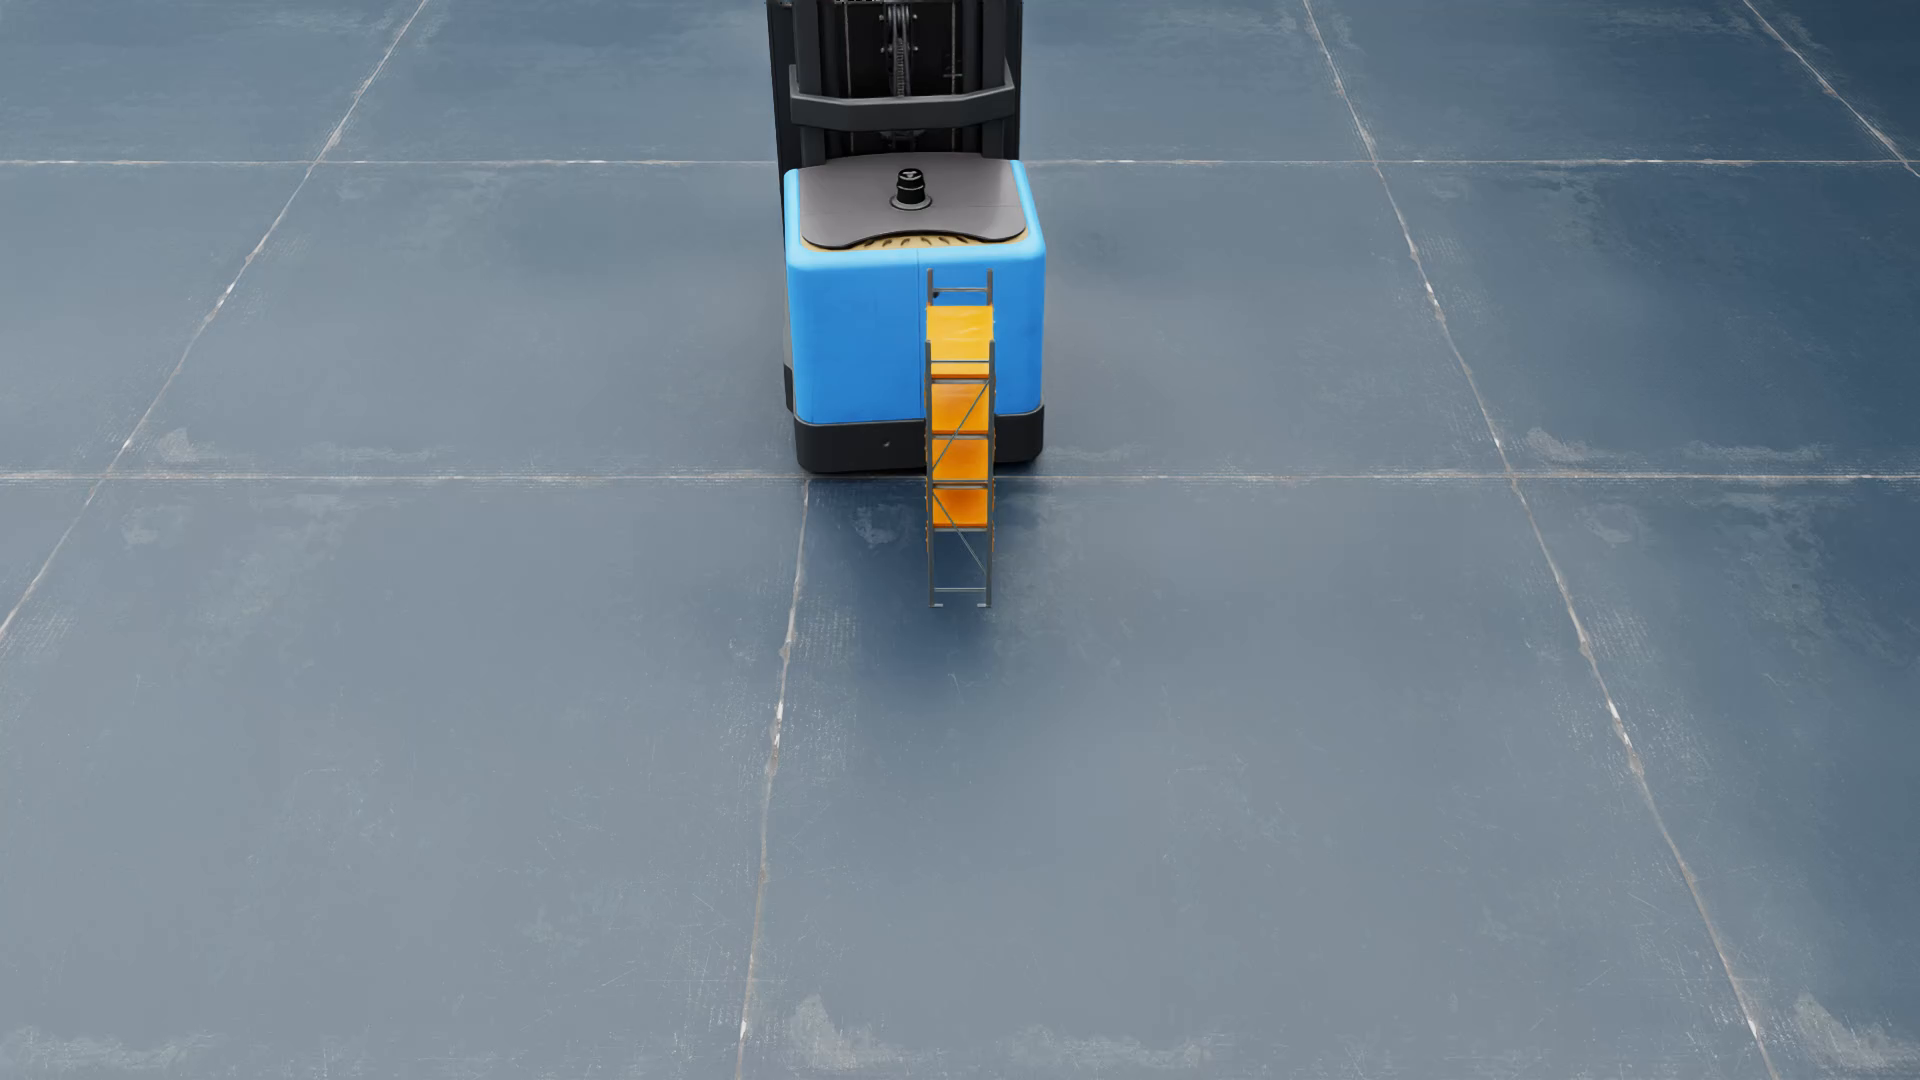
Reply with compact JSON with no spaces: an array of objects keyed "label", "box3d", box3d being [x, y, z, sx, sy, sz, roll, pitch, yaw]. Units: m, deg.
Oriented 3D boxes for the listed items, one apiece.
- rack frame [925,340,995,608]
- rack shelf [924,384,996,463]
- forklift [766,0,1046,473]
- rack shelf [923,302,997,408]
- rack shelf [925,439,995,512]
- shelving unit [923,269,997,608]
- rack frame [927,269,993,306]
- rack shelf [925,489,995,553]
[{"label":"rack frame","box3d":[0.000,-0.212,6.055,0.240,1.200,0.015,0,39,0]},{"label":"rack shelf","box3d":[0.000,-0.487,6.148,0.258,0.148,0.480,0,39,0]},{"label":"forklift","box3d":[-0.301,-2.337,7.323,1.130,2.935,3.031,-3,39,-4]},{"label":"rack shelf","box3d":[0.000,-0.671,6.000,0.258,0.148,0.480,0,39,0]},{"label":"rack shelf","box3d":[0.000,-0.312,6.288,0.258,0.148,0.480,0,39,0]},{"label":"shelving unit","box3d":[0.000,-0.365,6.246,0.258,1.200,0.503,0,39,0]},{"label":"rack frame","box3d":[0.000,-0.517,6.436,0.240,1.200,0.015,0,39,0]},{"label":"rack shelf","box3d":[0.000,-0.157,6.412,0.258,0.148,0.480,0,39,0]}]
